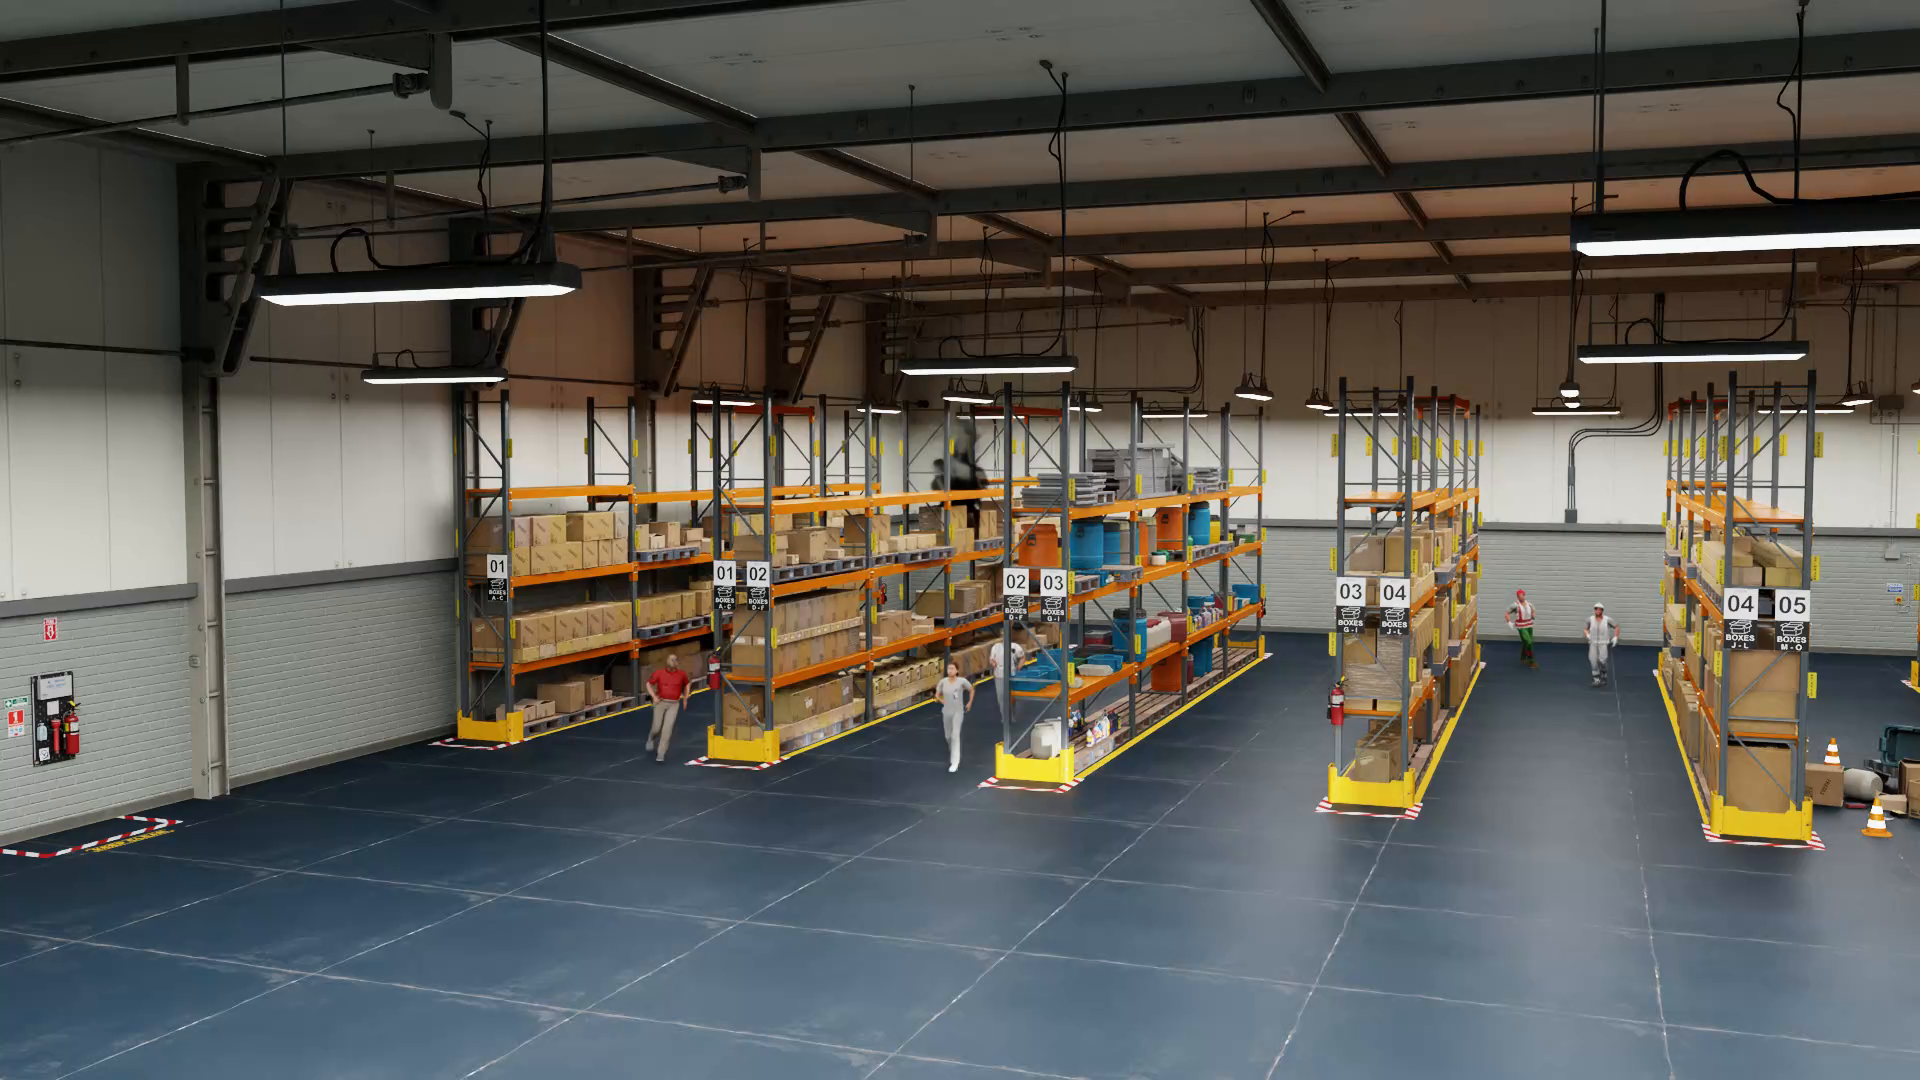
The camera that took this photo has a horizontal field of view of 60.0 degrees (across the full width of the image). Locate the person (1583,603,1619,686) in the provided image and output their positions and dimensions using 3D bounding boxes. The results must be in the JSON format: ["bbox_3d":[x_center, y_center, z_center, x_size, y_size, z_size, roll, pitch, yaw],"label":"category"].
[{"bbox_3d":[13.392,2.197,34.822,0.696,1.752,0.632,2,4,29],"label":"person"}]

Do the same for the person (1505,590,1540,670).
[{"bbox_3d":[12.884,2.026,37.979,0.714,1.793,0.828,-1,3,-16],"label":"person"}]

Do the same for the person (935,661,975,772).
[{"bbox_3d":[-0.095,2.716,25.997,0.613,1.662,0.982,1,3,14],"label":"person"}]

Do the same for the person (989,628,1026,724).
[{"bbox_3d":[0.827,2.471,30.115,0.640,1.755,0.645,1,3,12],"label":"person"}]

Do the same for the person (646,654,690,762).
[{"bbox_3d":[-4.705,2.685,26.897,0.719,1.674,0.845,-1,3,-16],"label":"person"}]
